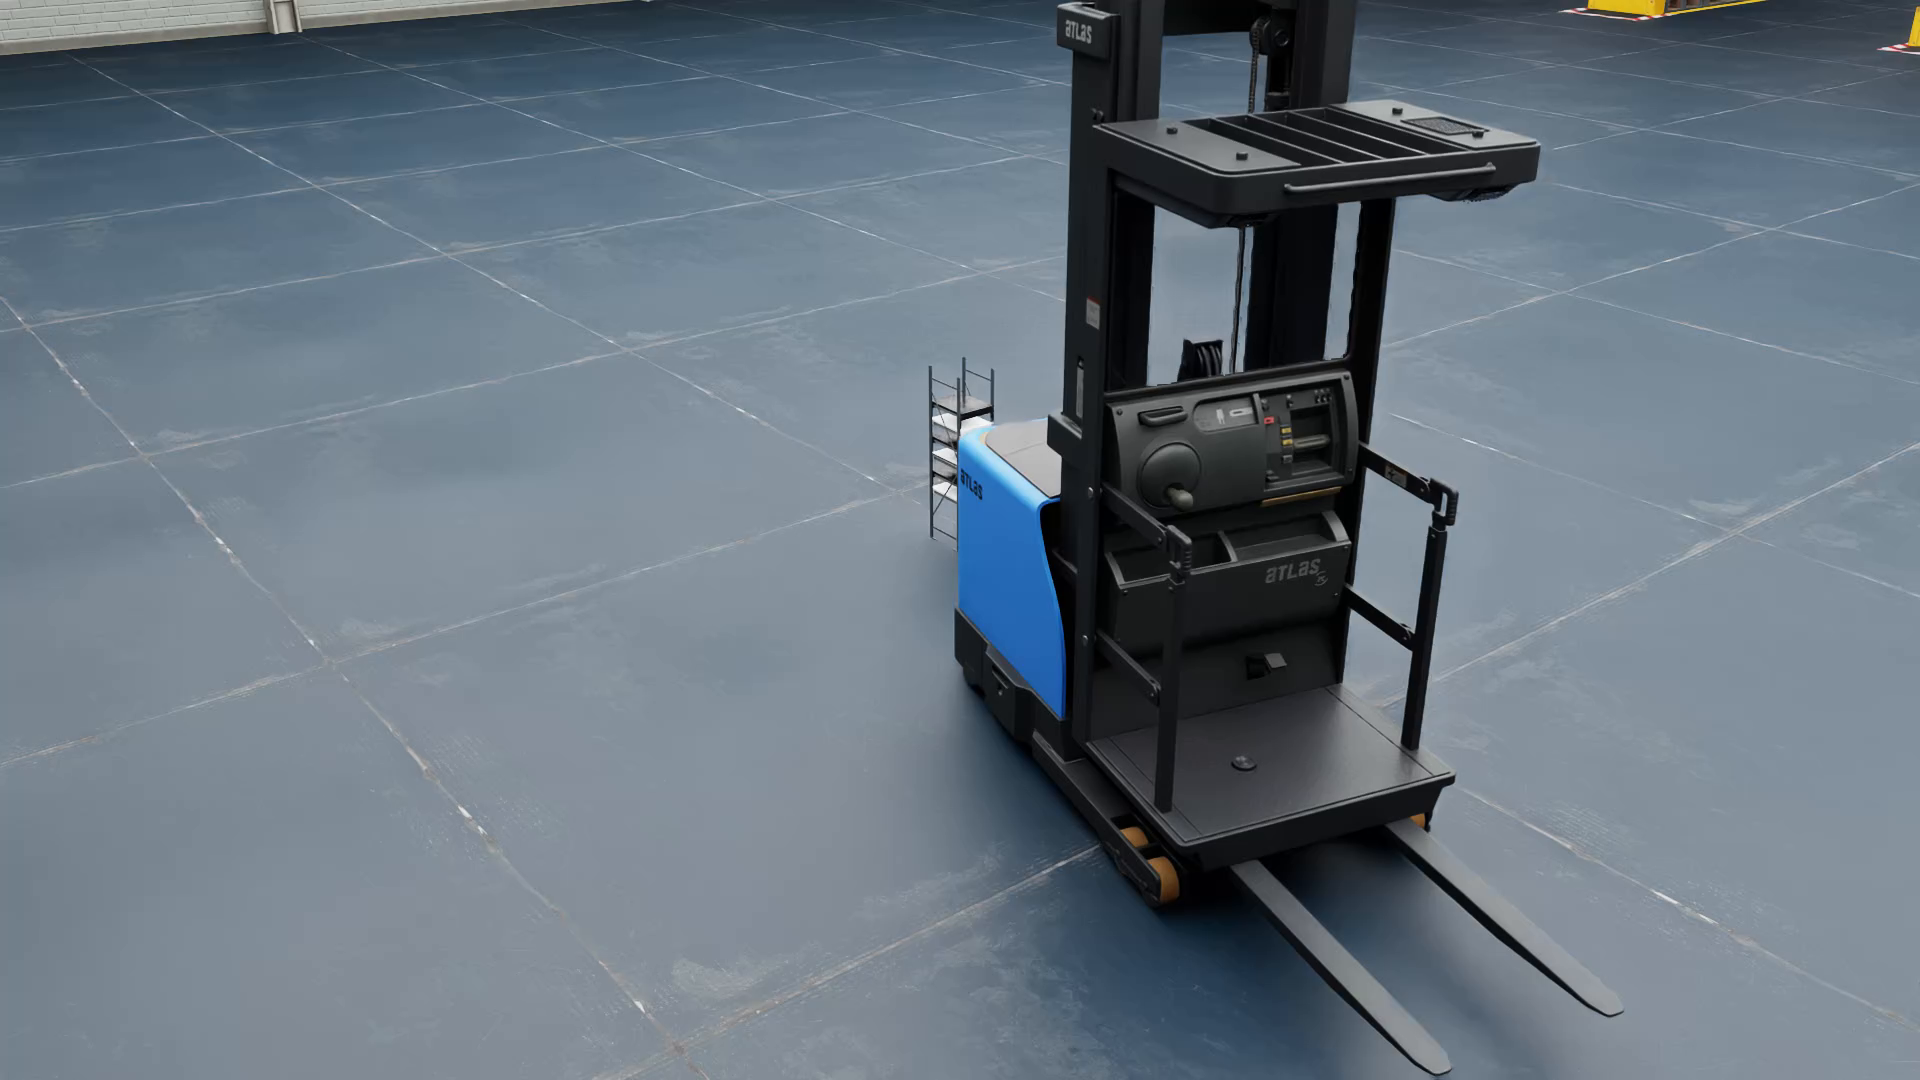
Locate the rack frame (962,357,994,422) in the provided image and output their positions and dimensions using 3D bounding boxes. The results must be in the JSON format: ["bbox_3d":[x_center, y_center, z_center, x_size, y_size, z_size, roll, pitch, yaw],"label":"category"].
[{"bbox_3d":[0.086,-0.437,8.122,0.006,0.900,0.240,-18,31,-34],"label":"rack frame"}]

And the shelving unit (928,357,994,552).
[{"bbox_3d":[0.006,-0.410,8.065,0.210,0.900,0.258,-18,31,-34],"label":"shelving unit"}]

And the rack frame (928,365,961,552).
[{"bbox_3d":[-0.074,-0.384,8.008,0.006,0.900,0.240,-18,31,-34],"label":"rack frame"}]

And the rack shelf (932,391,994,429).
[{"bbox_3d":[0.006,-0.625,7.965,0.200,0.077,0.258,-18,31,-34],"label":"rack shelf"}]

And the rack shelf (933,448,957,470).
[{"bbox_3d":[0.006,-0.380,8.079,0.200,0.077,0.258,-18,31,-34],"label":"rack shelf"}]

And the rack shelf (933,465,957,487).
[{"bbox_3d":[0.006,-0.298,8.117,0.200,0.077,0.258,-18,31,-34],"label":"rack shelf"}]

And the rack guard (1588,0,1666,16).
[{"bbox_3d":[10.488,-8.571,26.125,0.348,0.500,1.175,-18,31,-34],"label":"rack guard"}]

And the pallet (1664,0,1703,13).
[{"bbox_3d":[11.131,-8.650,26.636,1.213,0.211,1.003,-18,31,-34],"label":"pallet"}]

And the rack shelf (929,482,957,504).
[{"bbox_3d":[0.006,-0.217,8.155,0.200,0.077,0.258,-18,31,-34],"label":"rack shelf"}]

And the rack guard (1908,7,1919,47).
[{"bbox_3d":[13.573,-6.915,22.556,0.348,0.500,1.175,-18,31,-34],"label":"rack guard"}]

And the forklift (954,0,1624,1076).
[{"bbox_3d":[1.018,-0.301,5.417,1.130,2.935,3.031,-10,27,-21],"label":"forklift"}]

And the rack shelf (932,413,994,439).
[{"bbox_3d":[0.006,-0.543,8.003,0.200,0.077,0.258,-18,31,-34],"label":"rack shelf"}]

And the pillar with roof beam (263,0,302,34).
[{"bbox_3d":[-7.147,-10.039,19.192,0.400,9.000,9.100,-18,31,-34],"label":"pillar with roof beam"}]

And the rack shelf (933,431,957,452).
[{"bbox_3d":[0.006,-0.462,8.041,0.200,0.077,0.258,-18,31,-34],"label":"rack shelf"}]

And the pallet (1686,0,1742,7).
[{"bbox_3d":[12.090,-8.965,27.315,1.213,0.211,1.003,-18,31,-34],"label":"pallet"}]
